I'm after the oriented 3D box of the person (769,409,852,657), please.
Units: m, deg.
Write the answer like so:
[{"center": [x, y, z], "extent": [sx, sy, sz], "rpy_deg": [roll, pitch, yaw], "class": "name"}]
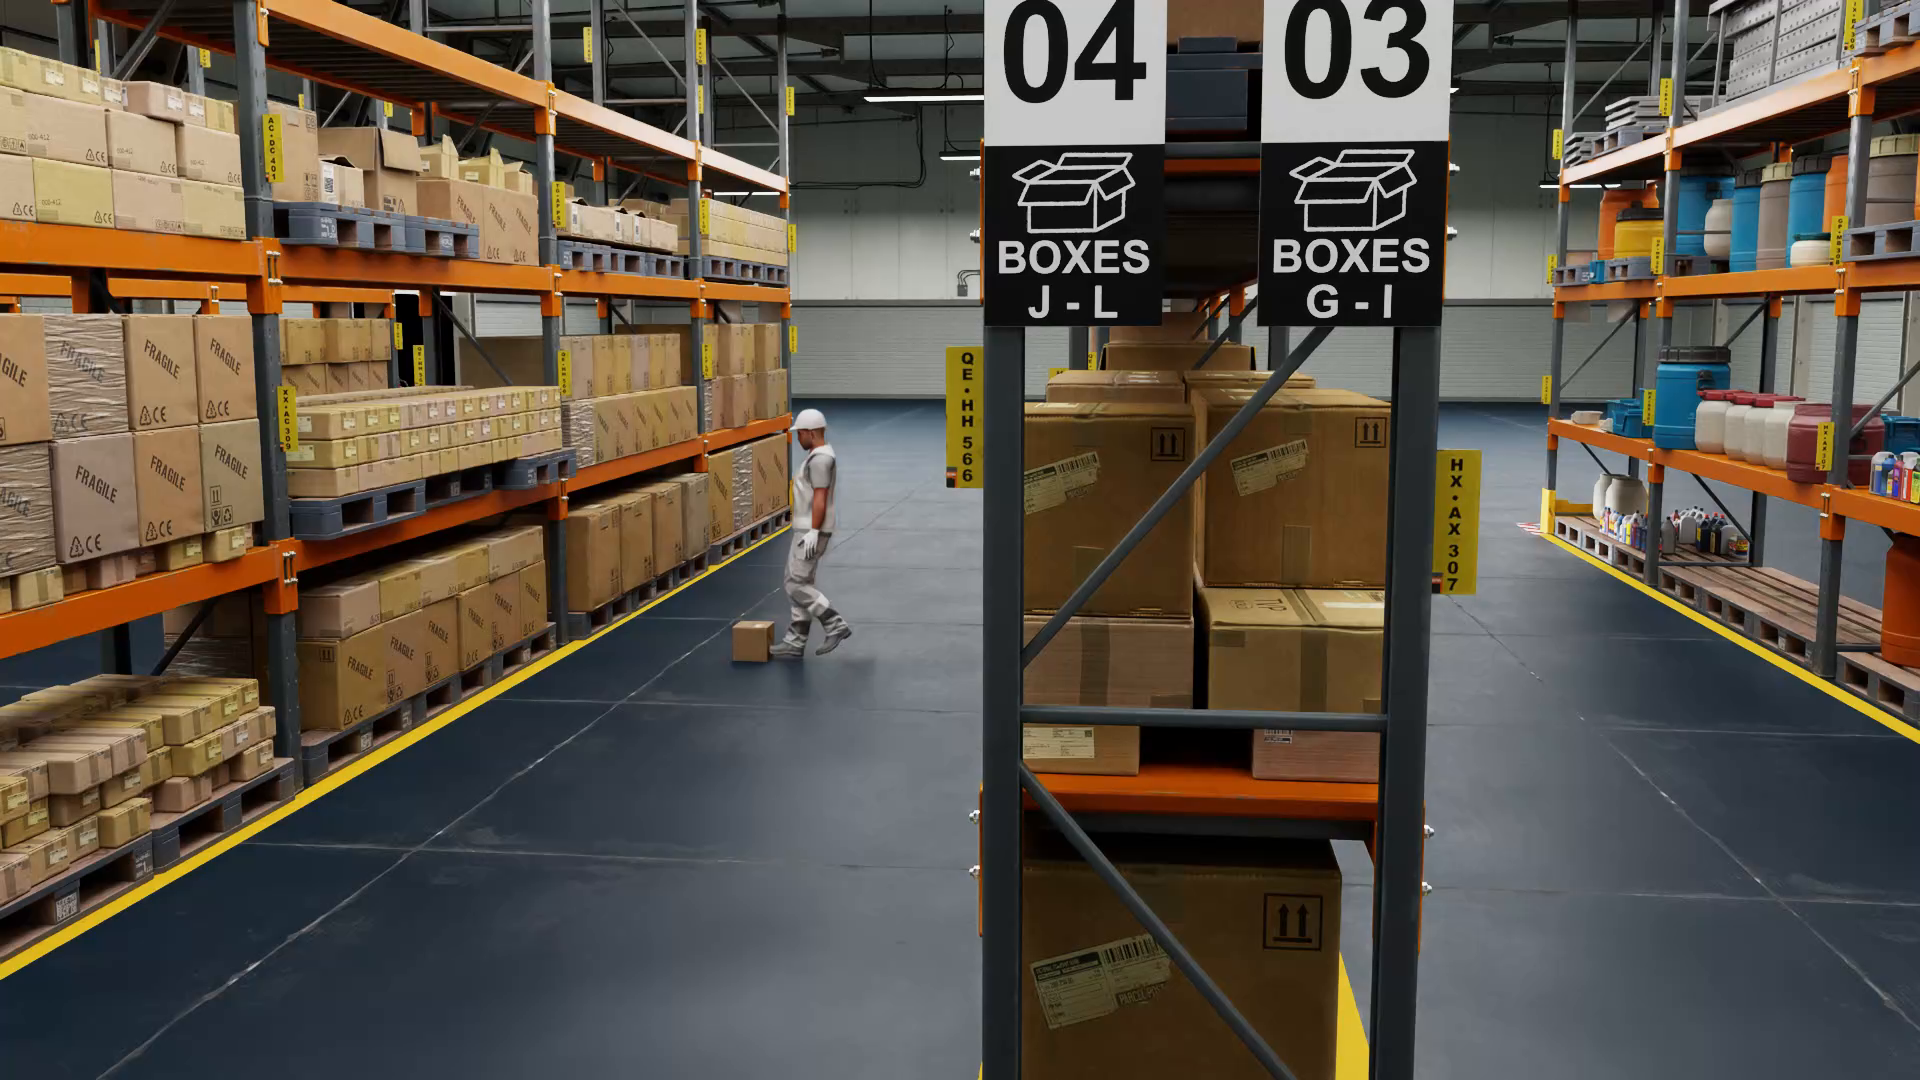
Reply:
[{"center": [-1.103, -0.037, 11.864], "extent": [0.646, 1.782, 0.584], "rpy_deg": [0, 8, -4], "class": "person"}]
